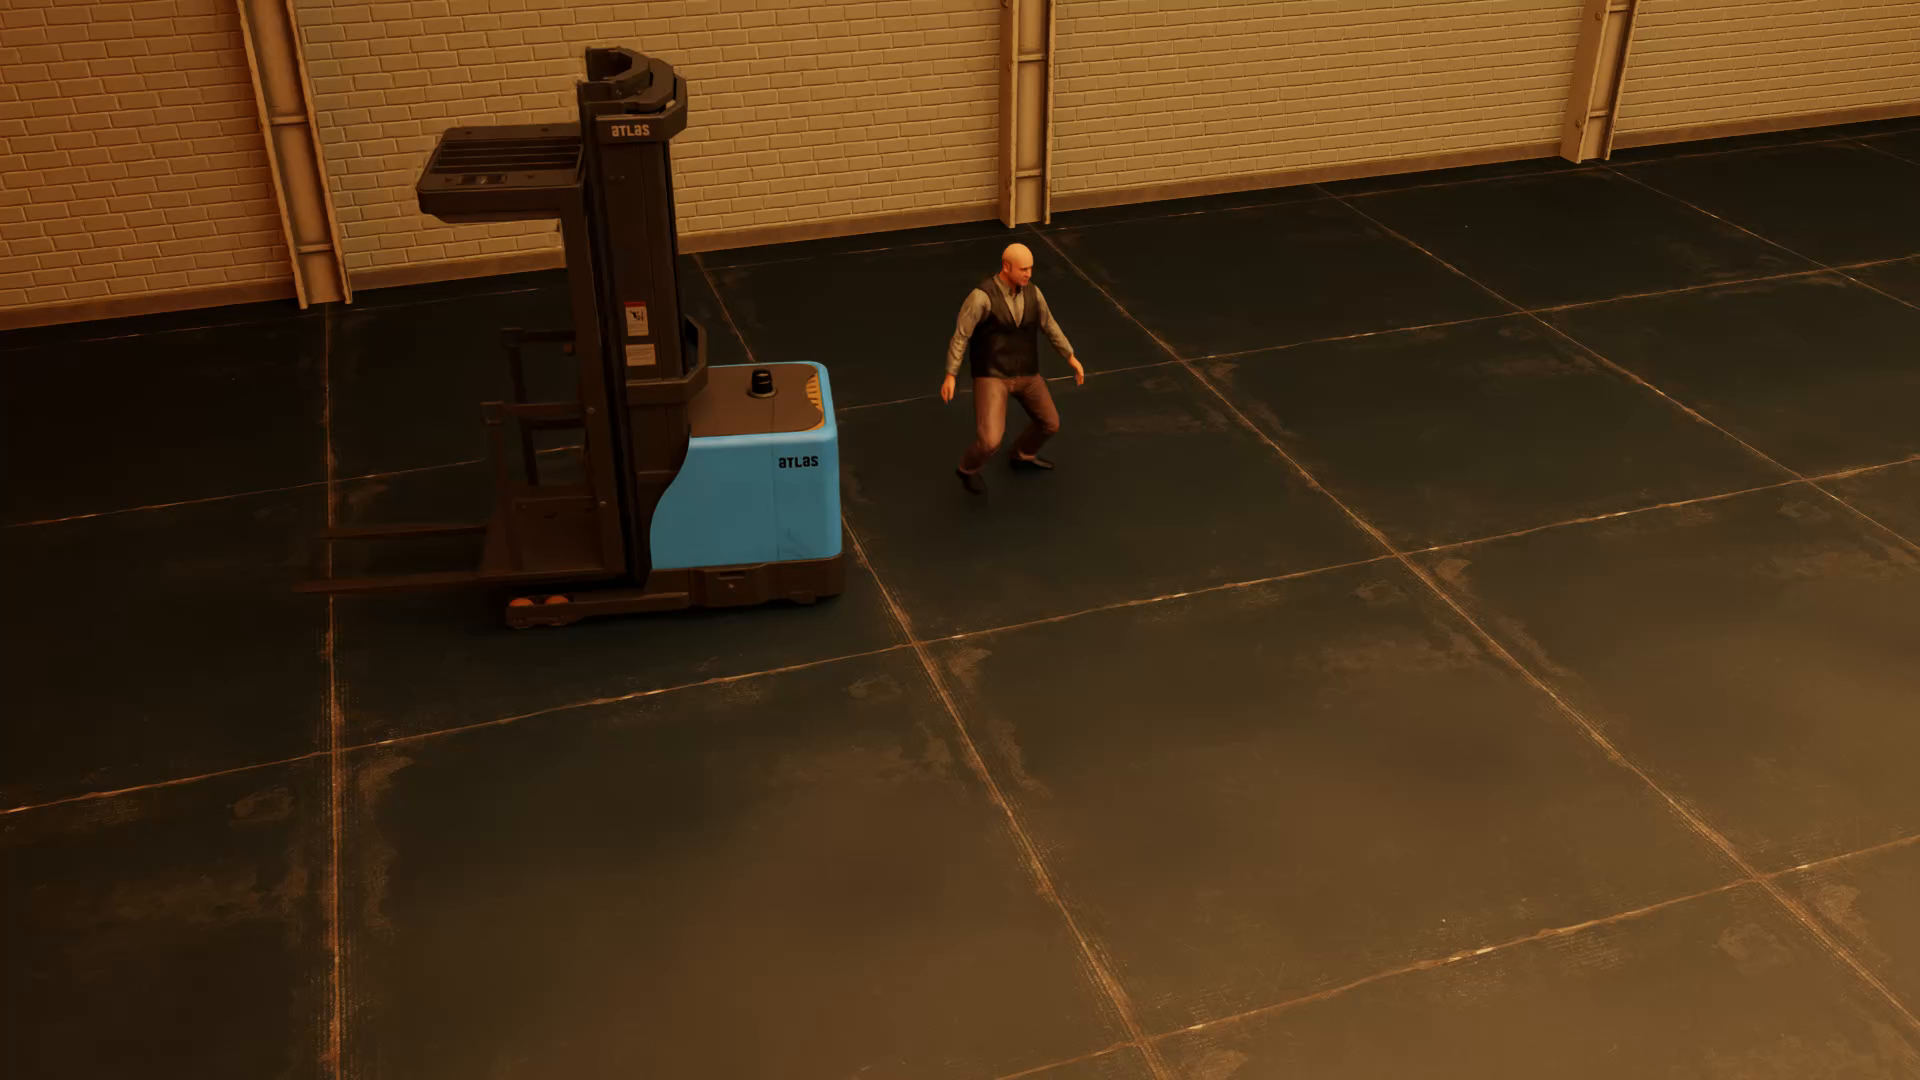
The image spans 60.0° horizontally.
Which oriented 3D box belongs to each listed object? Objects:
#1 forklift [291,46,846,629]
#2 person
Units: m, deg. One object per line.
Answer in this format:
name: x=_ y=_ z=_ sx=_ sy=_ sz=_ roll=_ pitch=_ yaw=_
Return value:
forklift: x=-2.204 y=-1.061 z=8.930 sx=3.031 sy=2.935 sz=1.130 roll=-4 pitch=30 yaw=-7
person: x=0.311 y=-1.028 z=10.212 sx=0.916 sy=1.605 sz=0.593 roll=-15 pitch=33 yaw=-24
